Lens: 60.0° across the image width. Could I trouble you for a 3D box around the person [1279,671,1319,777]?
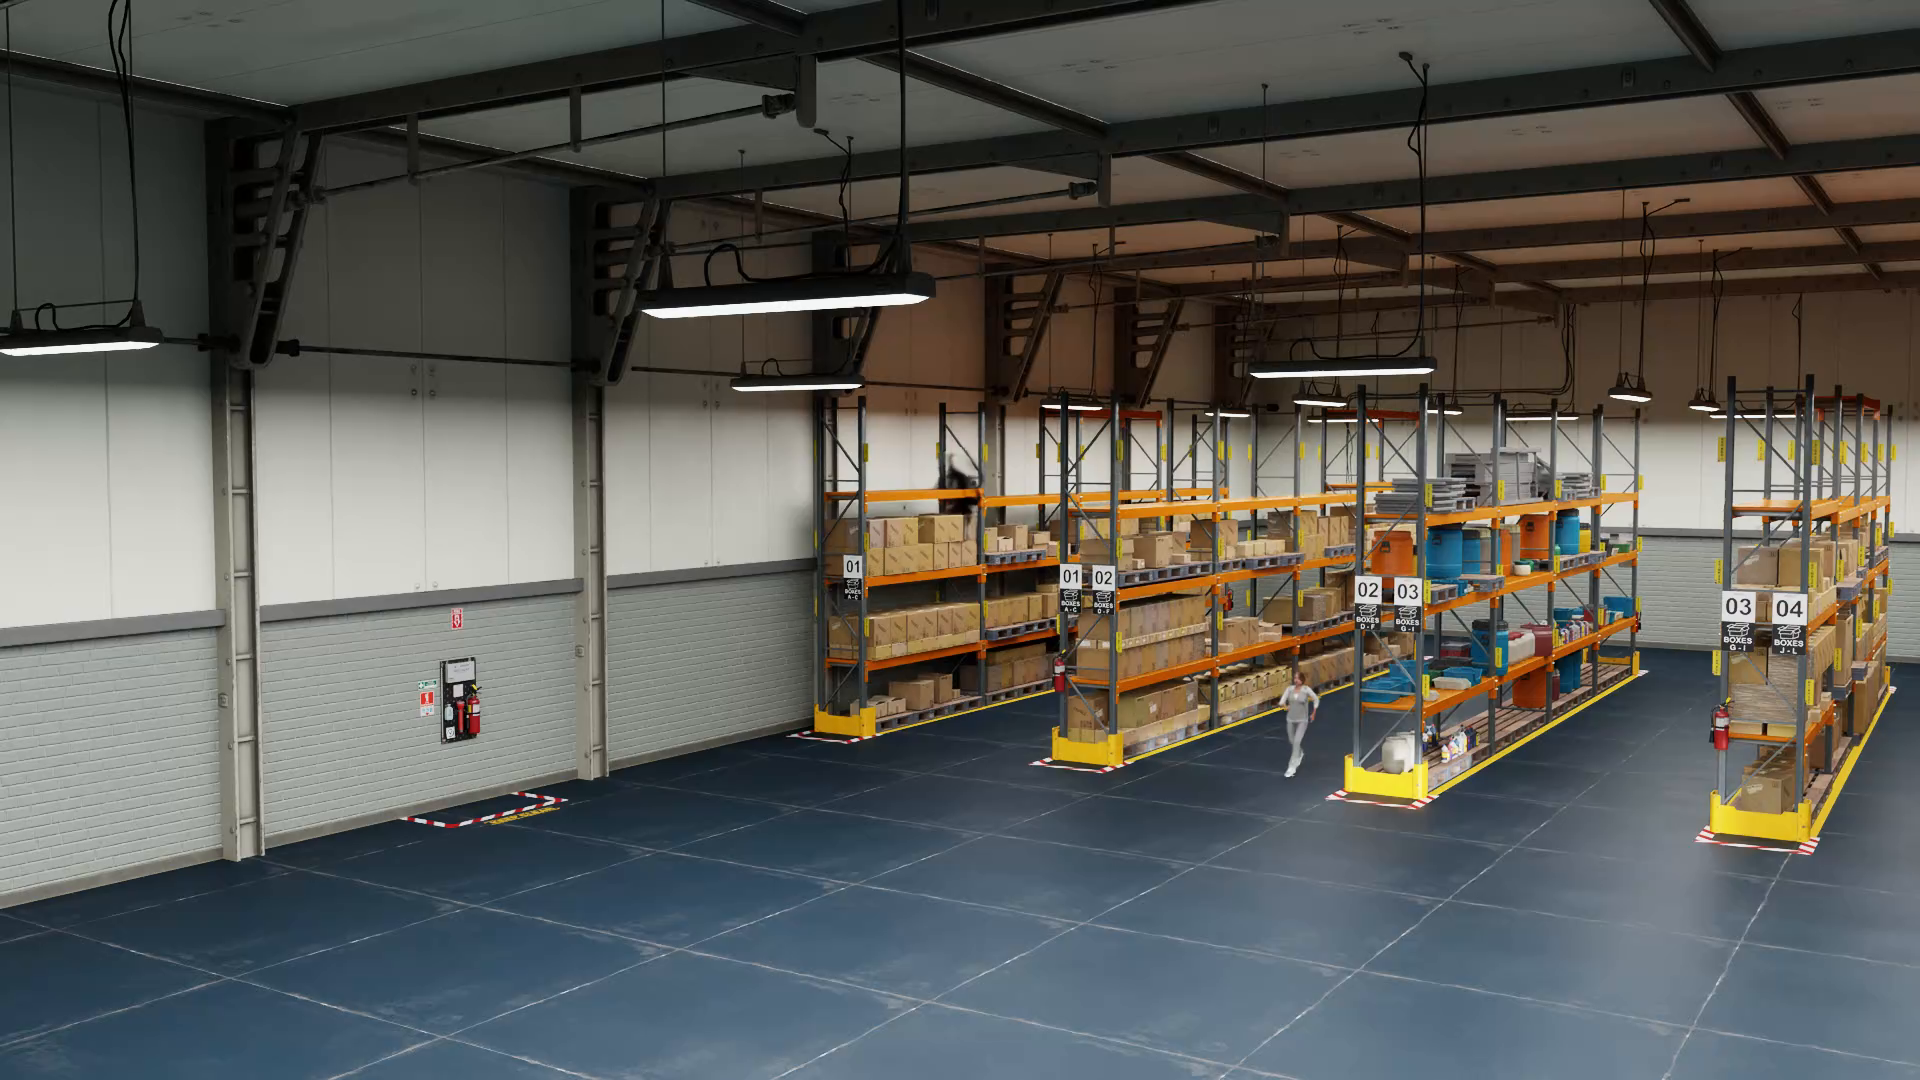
[{"bbox_3d":[5.266,2.831,25.880,0.585,1.597,0.830,2,3,28],"label":"person"}]
